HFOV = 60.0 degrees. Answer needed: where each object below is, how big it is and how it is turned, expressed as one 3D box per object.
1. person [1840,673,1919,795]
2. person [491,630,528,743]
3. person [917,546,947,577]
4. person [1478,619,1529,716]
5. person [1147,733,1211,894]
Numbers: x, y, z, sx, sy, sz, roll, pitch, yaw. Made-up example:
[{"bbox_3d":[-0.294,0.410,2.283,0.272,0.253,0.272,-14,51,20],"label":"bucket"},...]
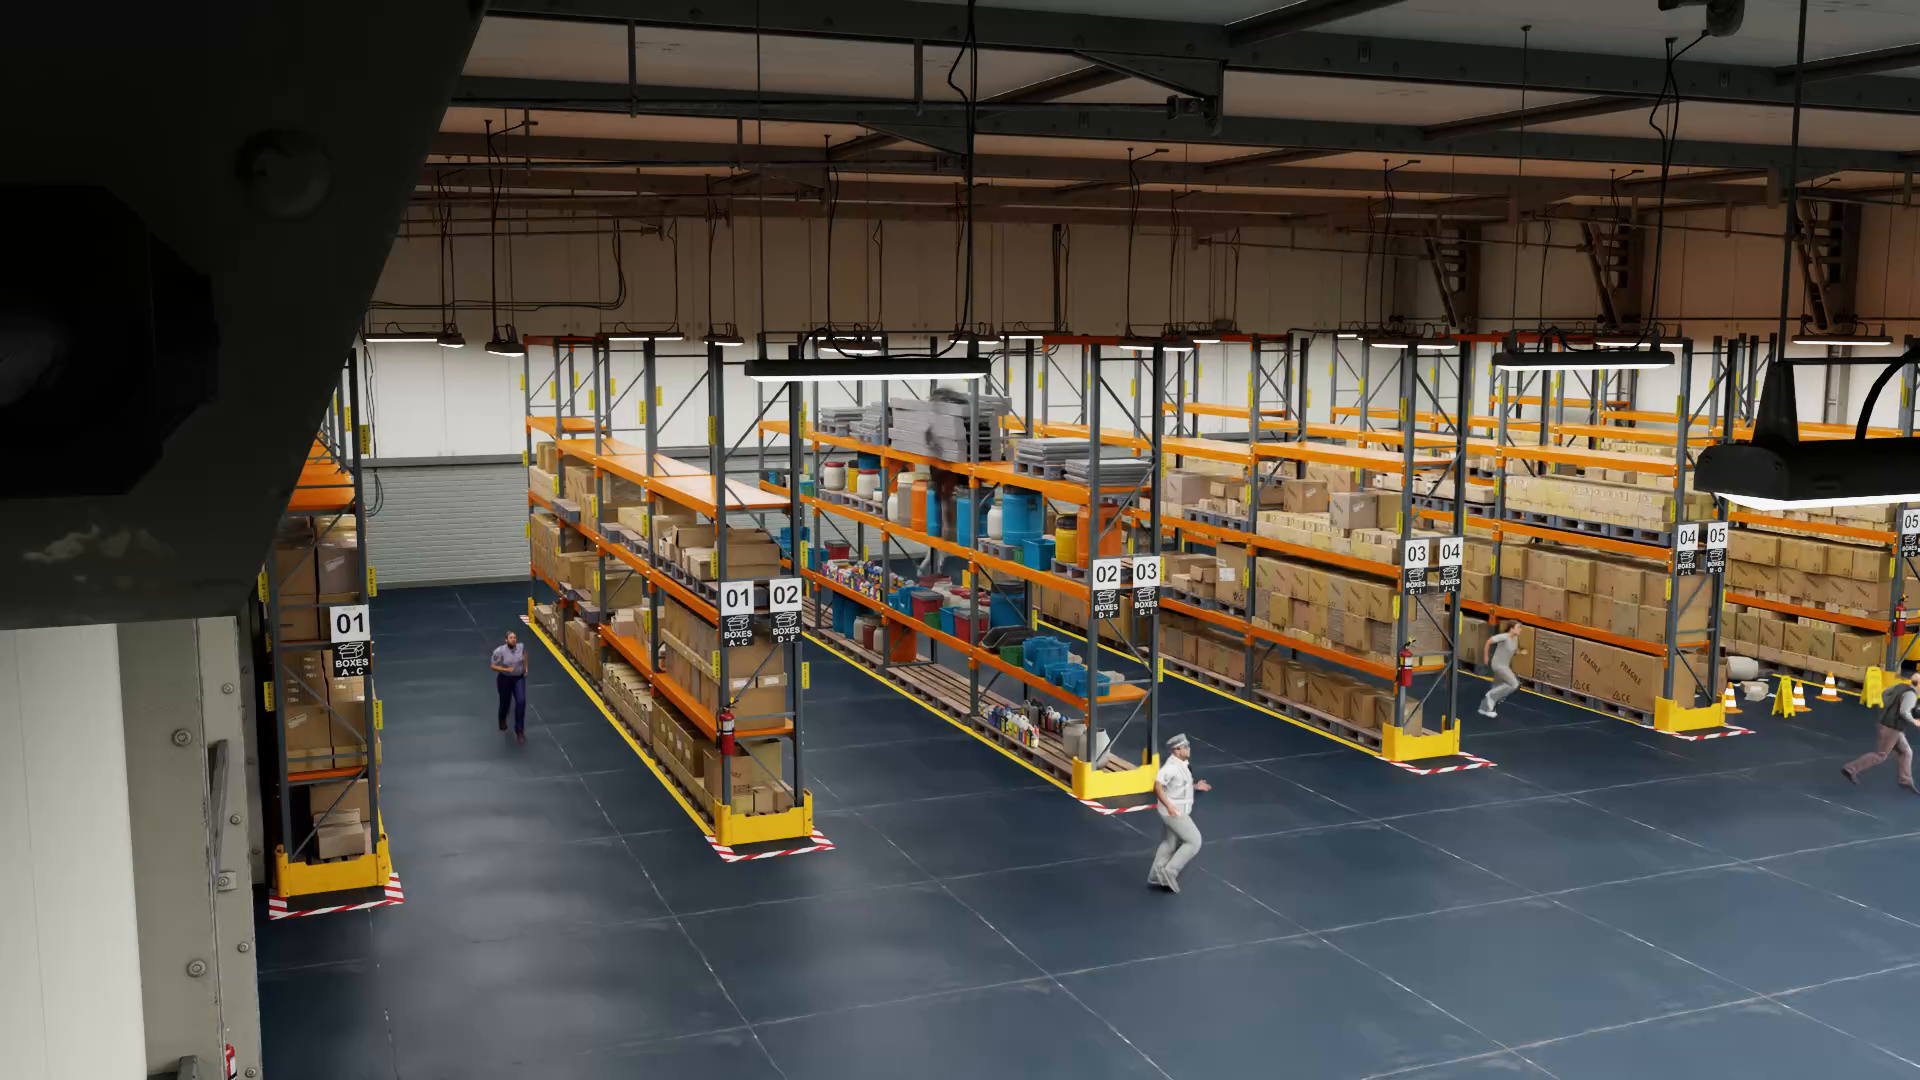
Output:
[{"bbox_3d":[12.391,2.583,22.300,1.009,1.678,0.697,2,8,12],"label":"person"},{"bbox_3d":[-6.826,2.182,25.231,0.627,1.685,0.936,-5,9,-33],"label":"person"},{"bbox_3d":[-0.634,0.112,40.283,0.842,1.836,0.644,0,8,3],"label":"person"},{"bbox_3d":[8.634,2.036,26.394,0.747,1.593,0.553,6,10,37],"label":"person"},{"bbox_3d":[2.444,3.021,18.495,0.692,1.798,0.632,1,8,5],"label":"person"}]
